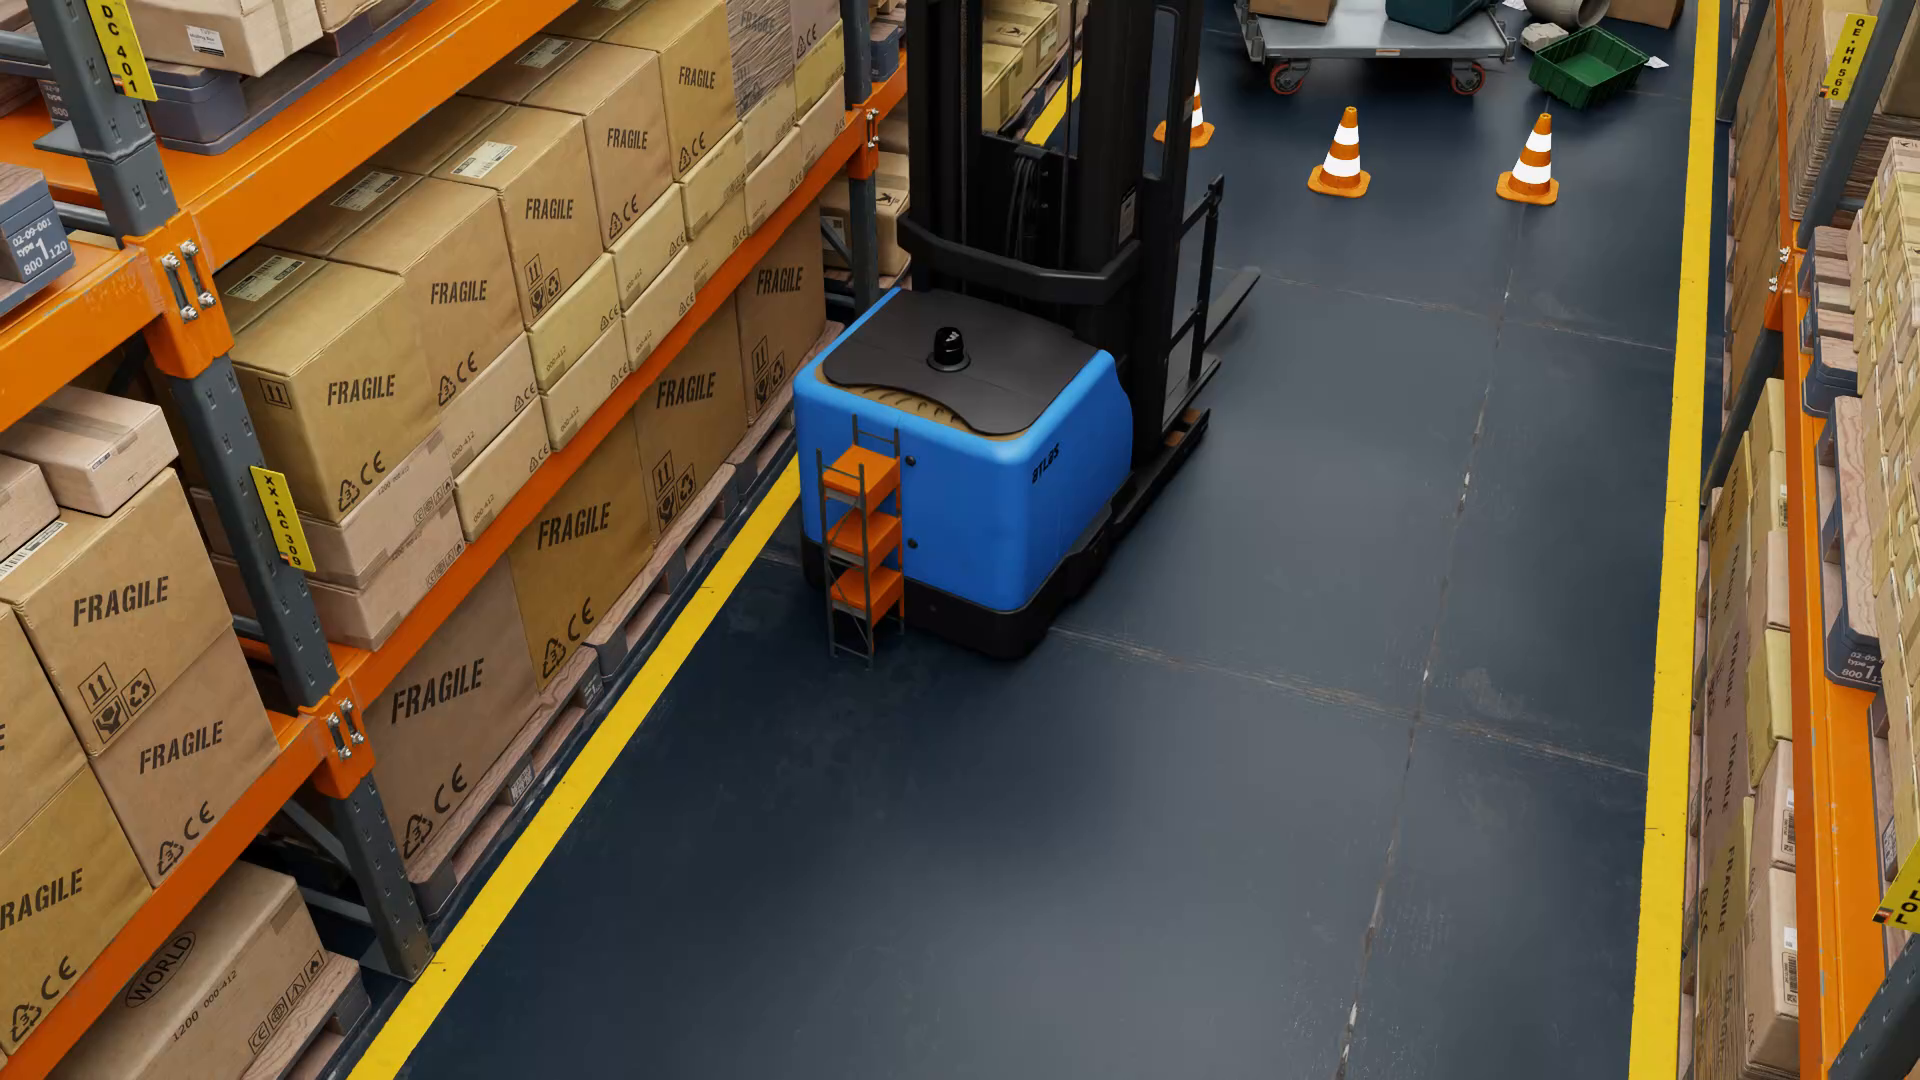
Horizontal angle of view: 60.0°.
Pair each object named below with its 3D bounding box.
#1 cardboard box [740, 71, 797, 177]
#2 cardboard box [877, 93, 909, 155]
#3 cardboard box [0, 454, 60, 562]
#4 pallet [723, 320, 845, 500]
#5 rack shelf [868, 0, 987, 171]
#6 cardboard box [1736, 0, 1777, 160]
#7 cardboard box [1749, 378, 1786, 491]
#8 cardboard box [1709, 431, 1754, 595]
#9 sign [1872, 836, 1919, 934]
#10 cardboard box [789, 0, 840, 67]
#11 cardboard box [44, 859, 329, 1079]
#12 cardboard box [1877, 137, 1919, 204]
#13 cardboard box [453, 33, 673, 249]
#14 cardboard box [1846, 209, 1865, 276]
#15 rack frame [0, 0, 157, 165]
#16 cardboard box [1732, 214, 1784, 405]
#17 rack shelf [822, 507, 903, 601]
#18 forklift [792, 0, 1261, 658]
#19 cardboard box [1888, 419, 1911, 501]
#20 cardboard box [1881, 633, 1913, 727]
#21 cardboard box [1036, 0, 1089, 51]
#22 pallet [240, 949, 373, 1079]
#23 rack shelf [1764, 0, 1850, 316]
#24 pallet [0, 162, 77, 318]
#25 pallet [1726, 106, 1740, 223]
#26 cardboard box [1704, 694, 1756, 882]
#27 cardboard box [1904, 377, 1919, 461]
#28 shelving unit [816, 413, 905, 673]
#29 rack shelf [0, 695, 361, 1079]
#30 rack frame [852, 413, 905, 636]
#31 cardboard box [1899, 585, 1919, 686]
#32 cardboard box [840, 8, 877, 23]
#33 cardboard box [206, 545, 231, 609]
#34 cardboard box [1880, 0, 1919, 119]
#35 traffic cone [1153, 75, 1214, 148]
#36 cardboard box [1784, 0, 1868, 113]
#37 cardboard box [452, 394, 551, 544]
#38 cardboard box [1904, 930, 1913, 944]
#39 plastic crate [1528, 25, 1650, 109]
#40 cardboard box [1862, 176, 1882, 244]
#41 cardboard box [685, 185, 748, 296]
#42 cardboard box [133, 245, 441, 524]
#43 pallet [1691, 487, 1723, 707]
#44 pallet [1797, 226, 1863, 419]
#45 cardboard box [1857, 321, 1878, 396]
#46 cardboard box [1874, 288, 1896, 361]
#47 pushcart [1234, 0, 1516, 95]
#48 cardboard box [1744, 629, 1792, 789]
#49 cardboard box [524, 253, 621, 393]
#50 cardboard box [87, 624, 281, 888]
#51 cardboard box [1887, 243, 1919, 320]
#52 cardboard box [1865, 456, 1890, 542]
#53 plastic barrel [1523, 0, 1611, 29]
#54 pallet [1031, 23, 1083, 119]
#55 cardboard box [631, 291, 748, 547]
[{"bbox_3d":[-0.990,-1.721,6.686,0.500,0.250,0.500,12,42,14],"label":"cardboard box"},{"bbox_3d":[-0.444,-2.207,9.227,0.950,0.372,0.625,13,42,14],"label":"cardboard box"},{"bbox_3d":[-2.257,-0.083,3.689,0.380,0.149,0.250,14,43,16],"label":"cardboard box"},{"bbox_3d":[-1.232,-0.728,7.940,1.003,0.211,1.213,13,42,15],"label":"pallet"},{"bbox_3d":[-0.207,-3.199,9.243,1.077,0.370,4.000,13,42,15],"label":"rack shelf"},{"bbox_3d":[5.035,-2.561,9.350,1.050,0.750,0.750,13,42,15],"label":"cardboard box"},{"bbox_3d":[3.332,-0.343,6.366,0.500,0.250,0.500,11,42,13],"label":"cardboard box"},{"bbox_3d":[3.313,-0.050,6.600,0.500,0.500,0.500,12,42,13],"label":"cardboard box"},{"bbox_3d":[1.904,0.662,3.270,0.100,0.325,0.005,13,42,15],"label":"sign"},{"bbox_3d":[-0.822,-2.298,6.785,0.500,0.500,0.500,12,42,14],"label":"cardboard box"},{"bbox_3d":[-2.575,1.361,4.994,0.875,0.438,0.875,13,42,14],"label":"cardboard box"},{"bbox_3d":[3.453,-1.265,5.833,0.380,0.149,0.250,13,42,15],"label":"cardboard box"},{"bbox_3d":[-1.346,-1.375,5.703,0.500,0.500,0.500,13,42,14],"label":"cardboard box"},{"bbox_3d":[3.452,-1.052,6.042,0.380,0.149,0.250,13,42,14],"label":"cardboard box"},{"bbox_3d":[-2.259,-2.095,2.773,1.000,3.000,0.127,13,42,15],"label":"rack frame"},{"bbox_3d":[4.088,-0.871,7.370,1.050,0.750,0.750,13,42,14],"label":"cardboard box"},{"bbox_3d":[-0.373,0.037,6.414,0.215,0.259,0.240,20,44,22],"label":"rack shelf"},{"bbox_3d":[0.507,-1.590,6.856,1.130,2.935,3.031,20,44,22],"label":"forklift"},{"bbox_3d":[2.913,-0.192,4.804,0.380,0.149,0.250,15,43,17],"label":"cardboard box"},{"bbox_3d":[2.638,0.411,4.328,0.380,0.149,0.250,11,42,13],"label":"cardboard box"},{"bbox_3d":[0.300,-3.532,10.780,0.950,0.372,0.625,14,42,16],"label":"cardboard box"},{"bbox_3d":[-2.593,1.694,5.102,1.003,0.211,1.213,13,42,15],"label":"pallet"},{"bbox_3d":[4.479,-2.162,8.027,1.077,0.370,4.000,13,42,15],"label":"rack shelf"},{"bbox_3d":[-2.549,-0.424,3.193,1.003,0.211,1.213,13,42,15],"label":"pallet"},{"bbox_3d":[4.970,-2.107,9.557,1.003,0.211,1.213,13,42,15],"label":"pallet"},{"bbox_3d":[2.799,0.883,5.506,0.500,0.500,0.500,12,42,14],"label":"cardboard box"},{"bbox_3d":[2.918,-0.314,4.719,0.380,0.149,0.250,13,42,14],"label":"cardboard box"},{"bbox_3d":[-0.373,0.029,6.408,0.215,1.050,0.252,20,44,22],"label":"shelving unit"},{"bbox_3d":[-2.943,1.680,3.524,1.077,0.370,4.000,13,42,15],"label":"rack shelf"},{"bbox_3d":[-0.313,-0.040,6.488,0.200,1.050,0.008,20,44,22],"label":"rack frame"},{"bbox_3d":[2.644,0.281,4.251,0.380,0.149,0.250,12,42,14],"label":"cardboard box"},{"bbox_3d":[-0.605,-2.474,7.709,0.380,0.149,0.250,11,42,13],"label":"cardboard box"},{"bbox_3d":[-2.343,-0.086,5.155,0.500,0.250,0.500,12,42,14],"label":"cardboard box"},{"bbox_3d":[3.958,-1.906,6.325,0.700,0.500,0.500,13,42,15],"label":"cardboard box"},{"bbox_3d":[1.368,-2.660,10.012,0.336,0.463,0.334,13,42,15],"label":"traffic cone"},{"bbox_3d":[4.040,-2.197,7.437,0.500,0.500,0.500,13,42,14],"label":"cardboard box"},{"bbox_3d":[-1.685,-0.282,5.385,0.500,0.250,0.500,12,42,14],"label":"cardboard box"},{"bbox_3d":[2.377,0.874,3.785,0.380,0.149,0.250,12,42,14],"label":"cardboard box"},{"bbox_3d":[3.991,-3.004,10.583,0.662,0.188,0.450,-29,58,-29],"label":"plastic crate"},{"bbox_3d":[3.441,-1.143,5.919,0.380,0.149,0.250,15,43,17],"label":"cardboard box"},{"bbox_3d":[-1.167,-1.211,6.474,0.500,0.250,0.500,13,42,15],"label":"cardboard box"},{"bbox_3d":[-1.838,-0.436,4.603,0.500,0.500,0.500,14,42,16],"label":"cardboard box"},{"bbox_3d":[3.526,0.321,6.711,1.003,0.211,1.213,13,42,15],"label":"pallet"},{"bbox_3d":[3.651,-0.685,5.889,1.213,0.211,1.003,13,42,15],"label":"pallet"},{"bbox_3d":[3.178,-0.559,5.464,0.380,0.149,0.250,15,43,17],"label":"cardboard box"},{"bbox_3d":[3.176,-0.660,5.353,0.380,0.149,0.250,13,42,15],"label":"cardboard box"},{"bbox_3d":[2.636,-3.219,10.733,1.648,0.377,0.936,0,40,0],"label":"pushcart"},{"bbox_3d":[2.800,0.583,5.280,0.500,0.250,0.500,12,42,13],"label":"cardboard box"},{"bbox_3d":[-1.494,-0.778,5.581,0.500,0.250,0.500,14,42,16],"label":"cardboard box"},{"bbox_3d":[-2.177,0.488,4.289,0.500,0.500,0.500,14,42,15],"label":"cardboard box"},{"bbox_3d":[3.186,-0.793,5.280,0.380,0.149,0.250,12,42,13],"label":"cardboard box"},{"bbox_3d":[2.911,-0.084,4.908,0.380,0.149,0.250,12,42,14],"label":"cardboard box"},{"bbox_3d":[4.109,-3.708,11.270,0.421,0.421,0.512,-21,45,-22],"label":"plastic barrel"},{"bbox_3d":[0.212,-3.156,10.787,1.003,0.211,1.213,13,42,15],"label":"pallet"},{"bbox_3d":[-1.514,-0.658,7.024,0.875,0.875,0.875,14,42,16],"label":"cardboard box"}]
